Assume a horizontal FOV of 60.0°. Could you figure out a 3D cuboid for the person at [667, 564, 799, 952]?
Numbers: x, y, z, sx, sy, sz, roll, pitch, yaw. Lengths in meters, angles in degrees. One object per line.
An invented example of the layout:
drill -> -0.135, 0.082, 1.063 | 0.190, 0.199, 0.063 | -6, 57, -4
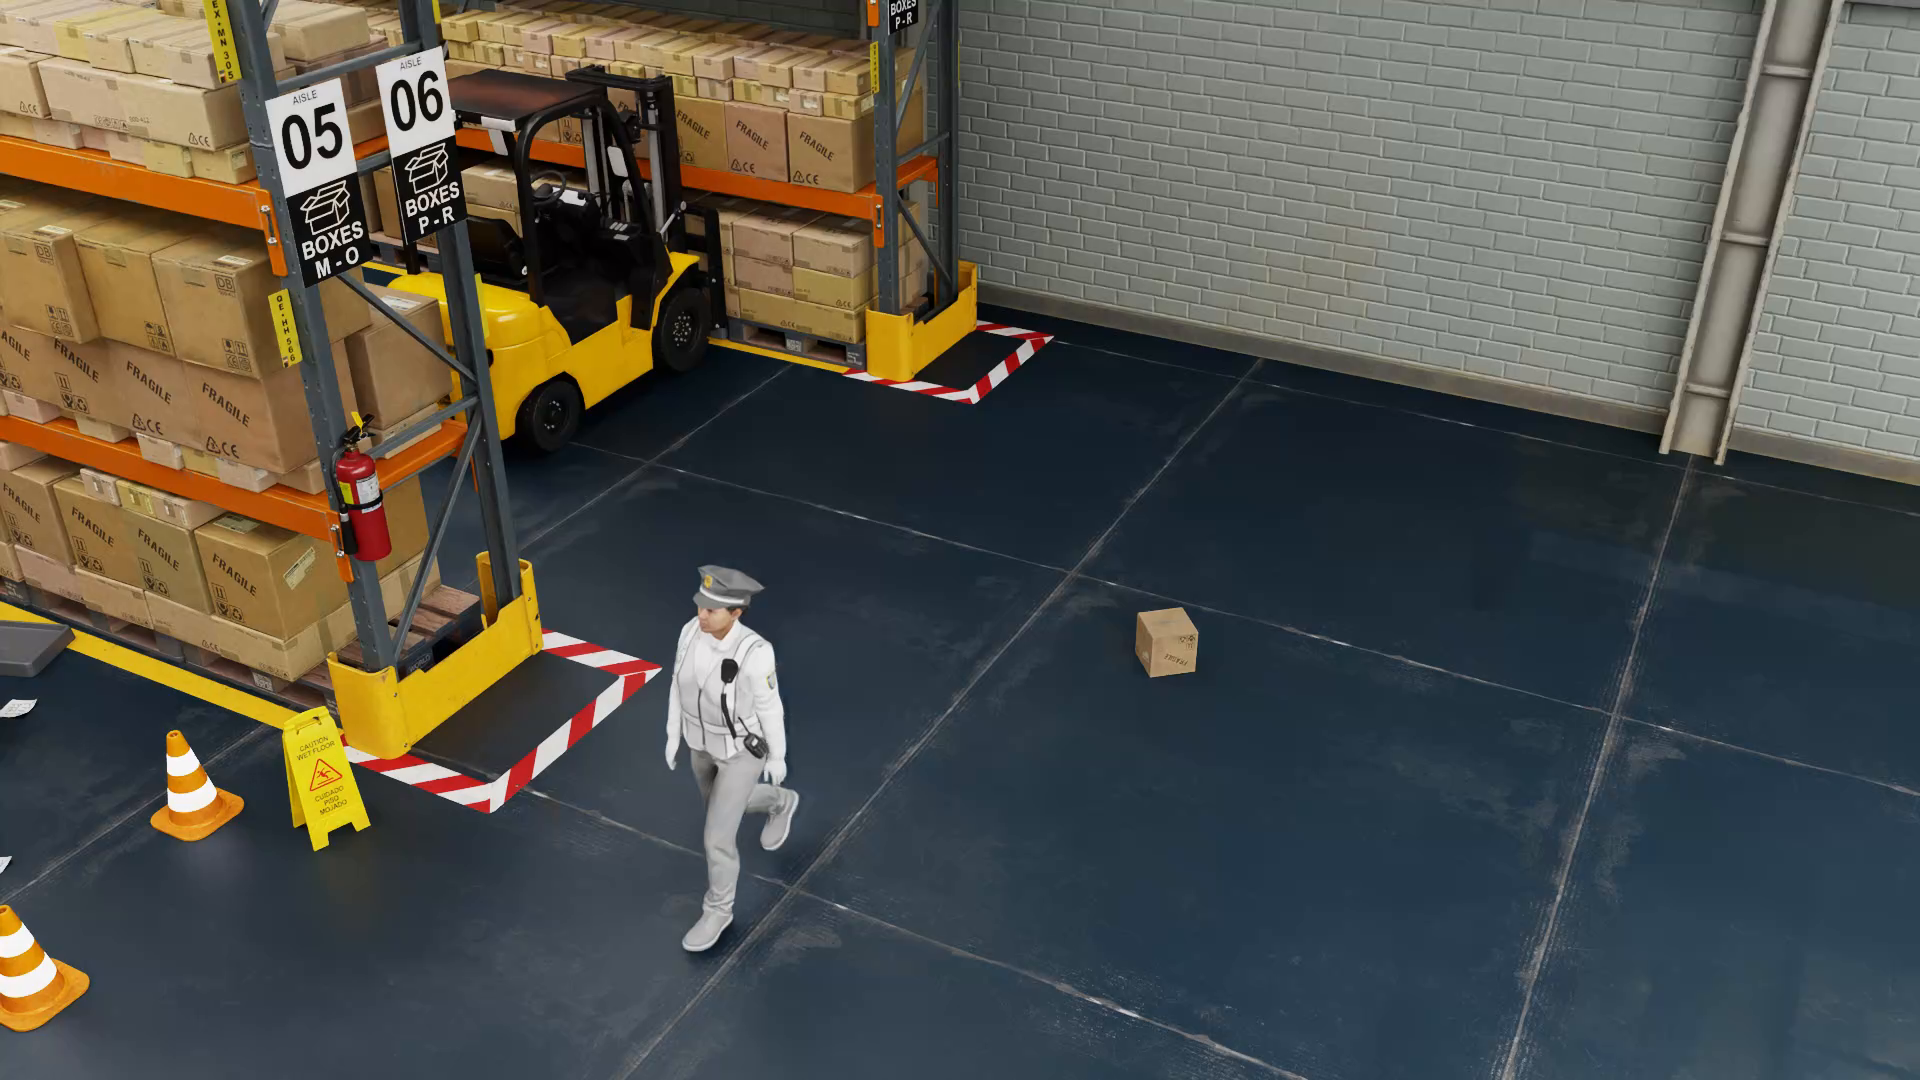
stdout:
person -> -0.950, 0.806, 6.852 | 0.502, 1.654, 0.873 | 19, 35, 30
